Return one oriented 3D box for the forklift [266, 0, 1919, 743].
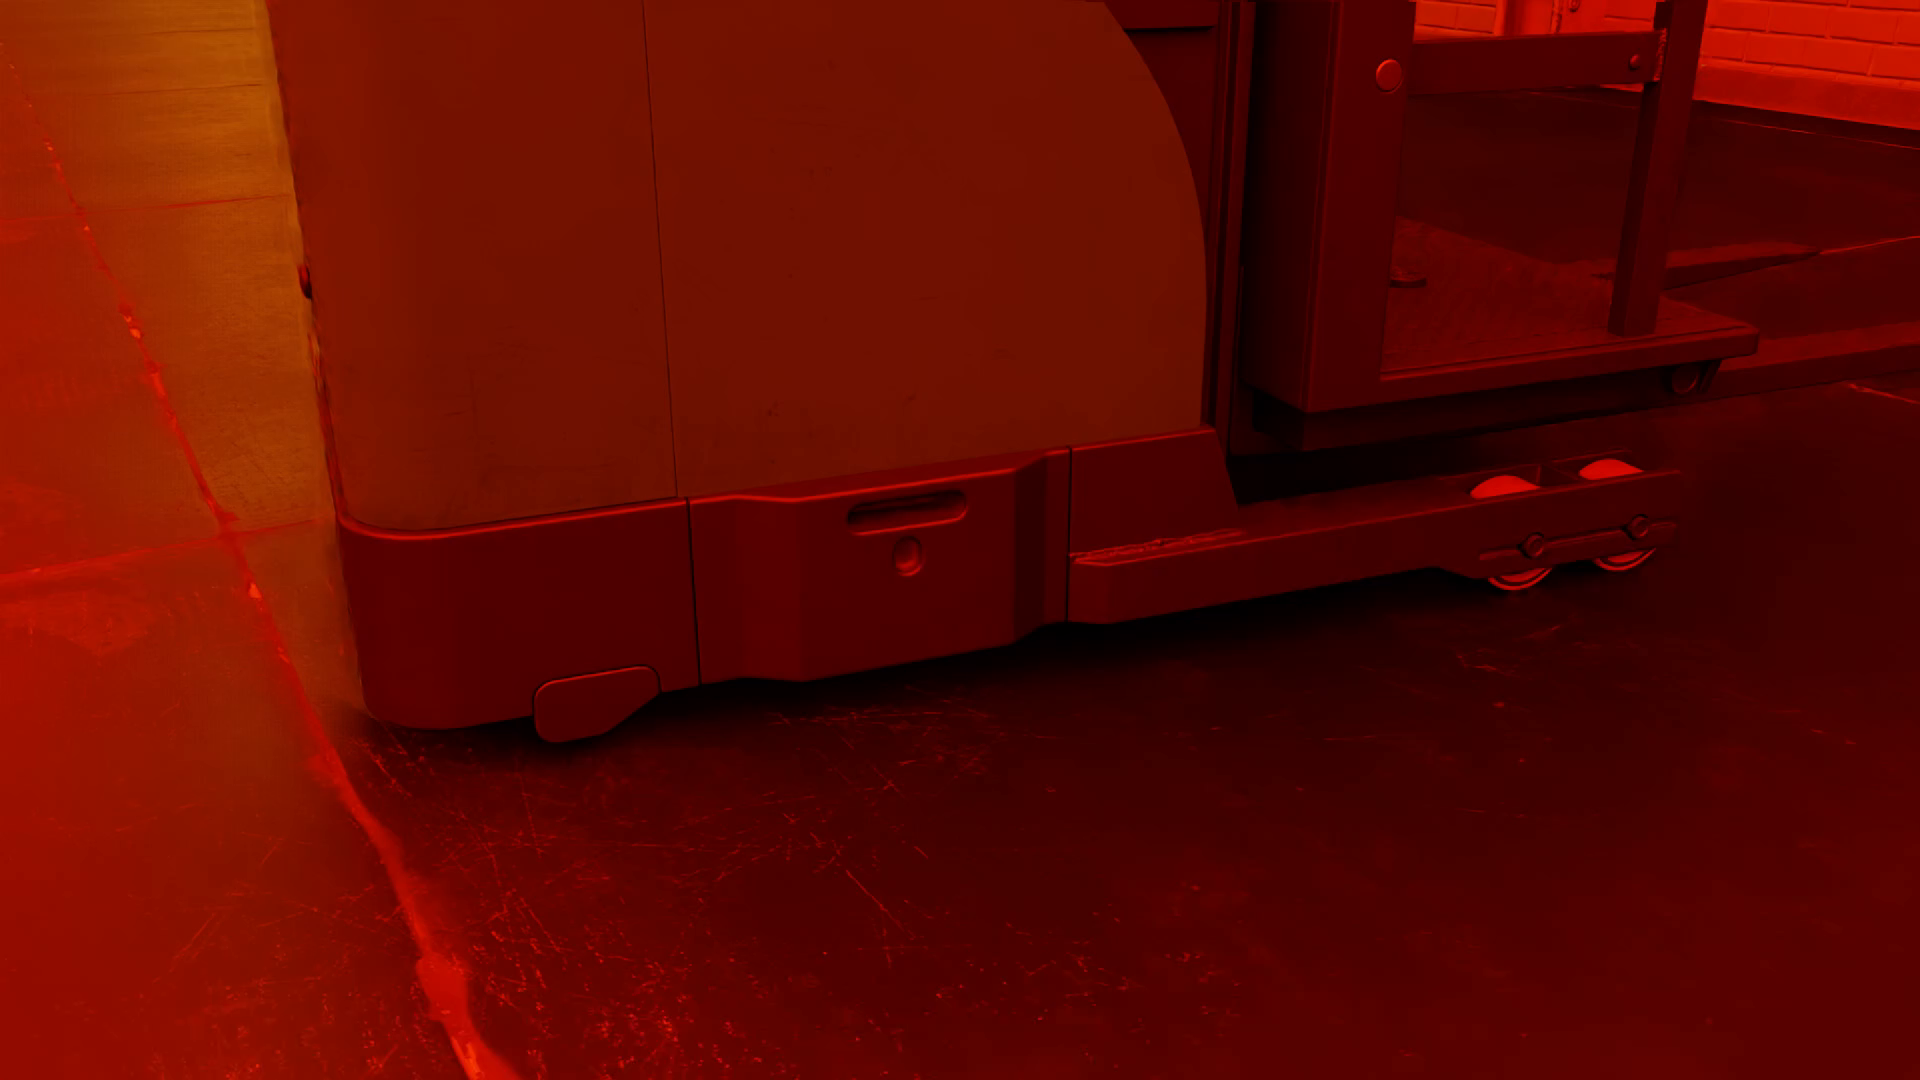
[{"bbox_3d":[0.543,-1.458,2.326,3.031,2.935,1.130,-9,24,-20],"label":"forklift"}]
